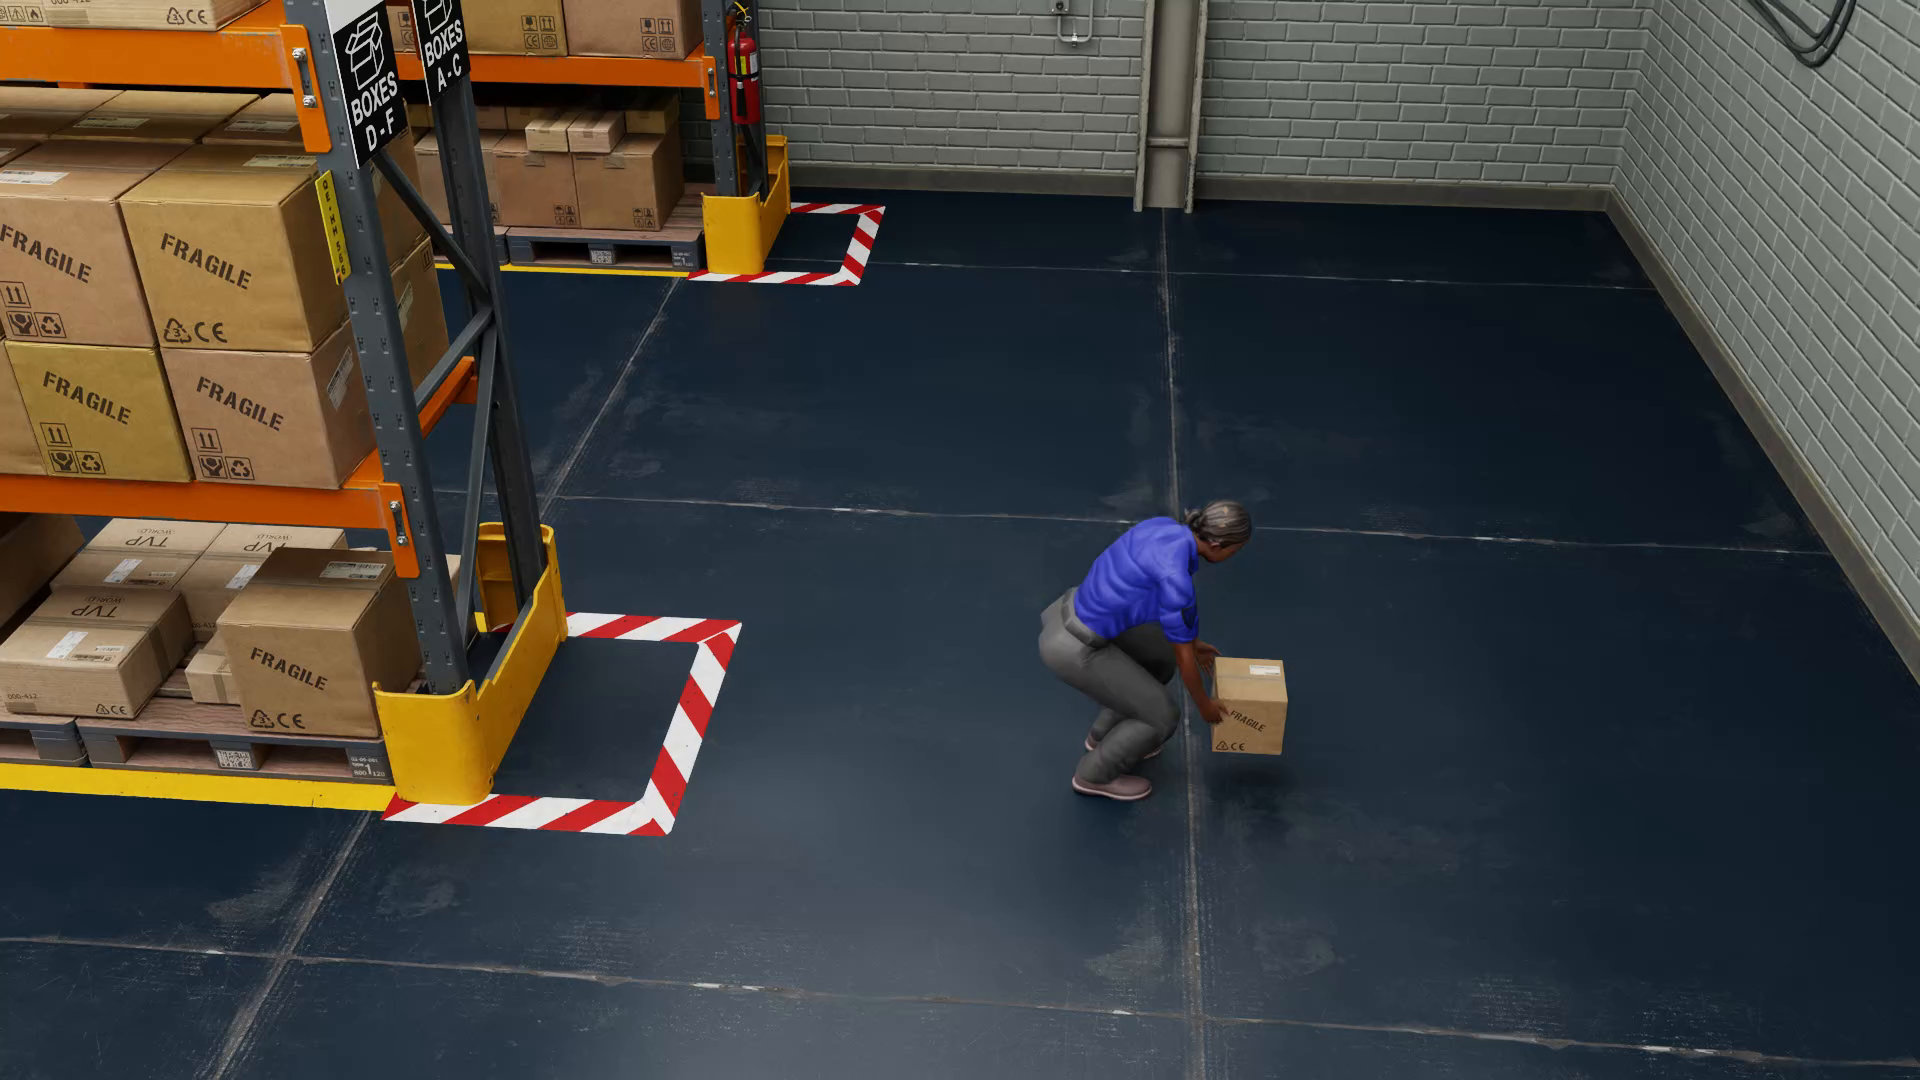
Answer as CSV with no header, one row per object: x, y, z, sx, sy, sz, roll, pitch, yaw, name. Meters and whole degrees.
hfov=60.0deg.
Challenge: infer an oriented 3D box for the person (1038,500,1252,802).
0.649,0.365,6.030,0.726,1.165,0.501,3,32,4,person
